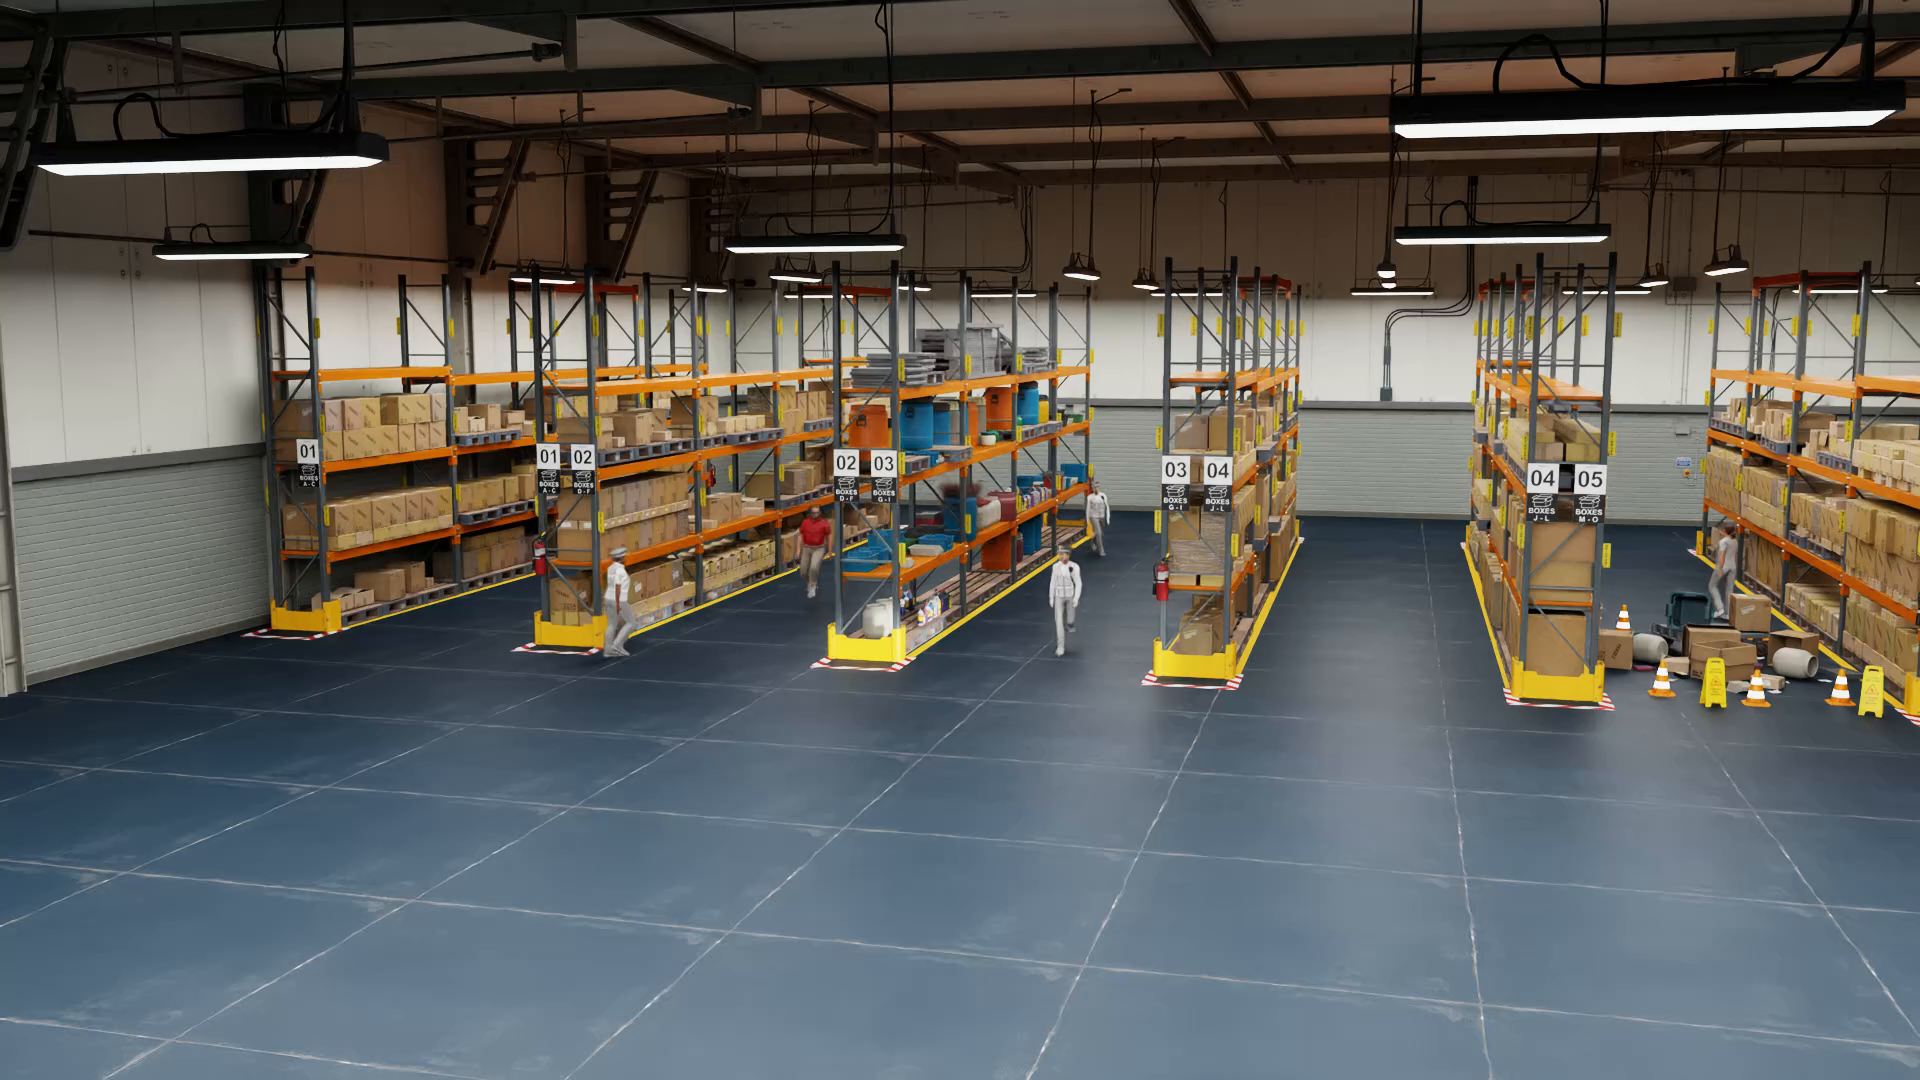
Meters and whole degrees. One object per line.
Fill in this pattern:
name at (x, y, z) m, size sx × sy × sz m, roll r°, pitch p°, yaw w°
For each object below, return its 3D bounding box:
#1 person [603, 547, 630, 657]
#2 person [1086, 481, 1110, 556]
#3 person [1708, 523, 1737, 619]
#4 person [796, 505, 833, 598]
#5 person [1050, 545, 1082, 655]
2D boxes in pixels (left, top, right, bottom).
person at (-5.248, 0.955, 25.379) m, size 0.469 × 1.657 × 0.486 m, roll -7°, pitch 10°, yaw -43°
person at (3.056, -0.488, 36.867) m, size 0.491 × 1.621 × 0.913 m, roll -2°, pitch 8°, yaw -19°
person at (13.237, 0.548, 28.693) m, size 0.442 × 1.690 × 0.486 m, roll -1°, pitch 7°, yaw -11°
person at (-2.616, 0.179, 29.893) m, size 0.616 × 1.625 × 0.680 m, roll 1°, pitch 7°, yaw 11°
person at (1.631, 0.903, 25.765) m, size 0.523 × 1.645 × 0.843 m, roll 1°, pitch 7°, yaw 10°
